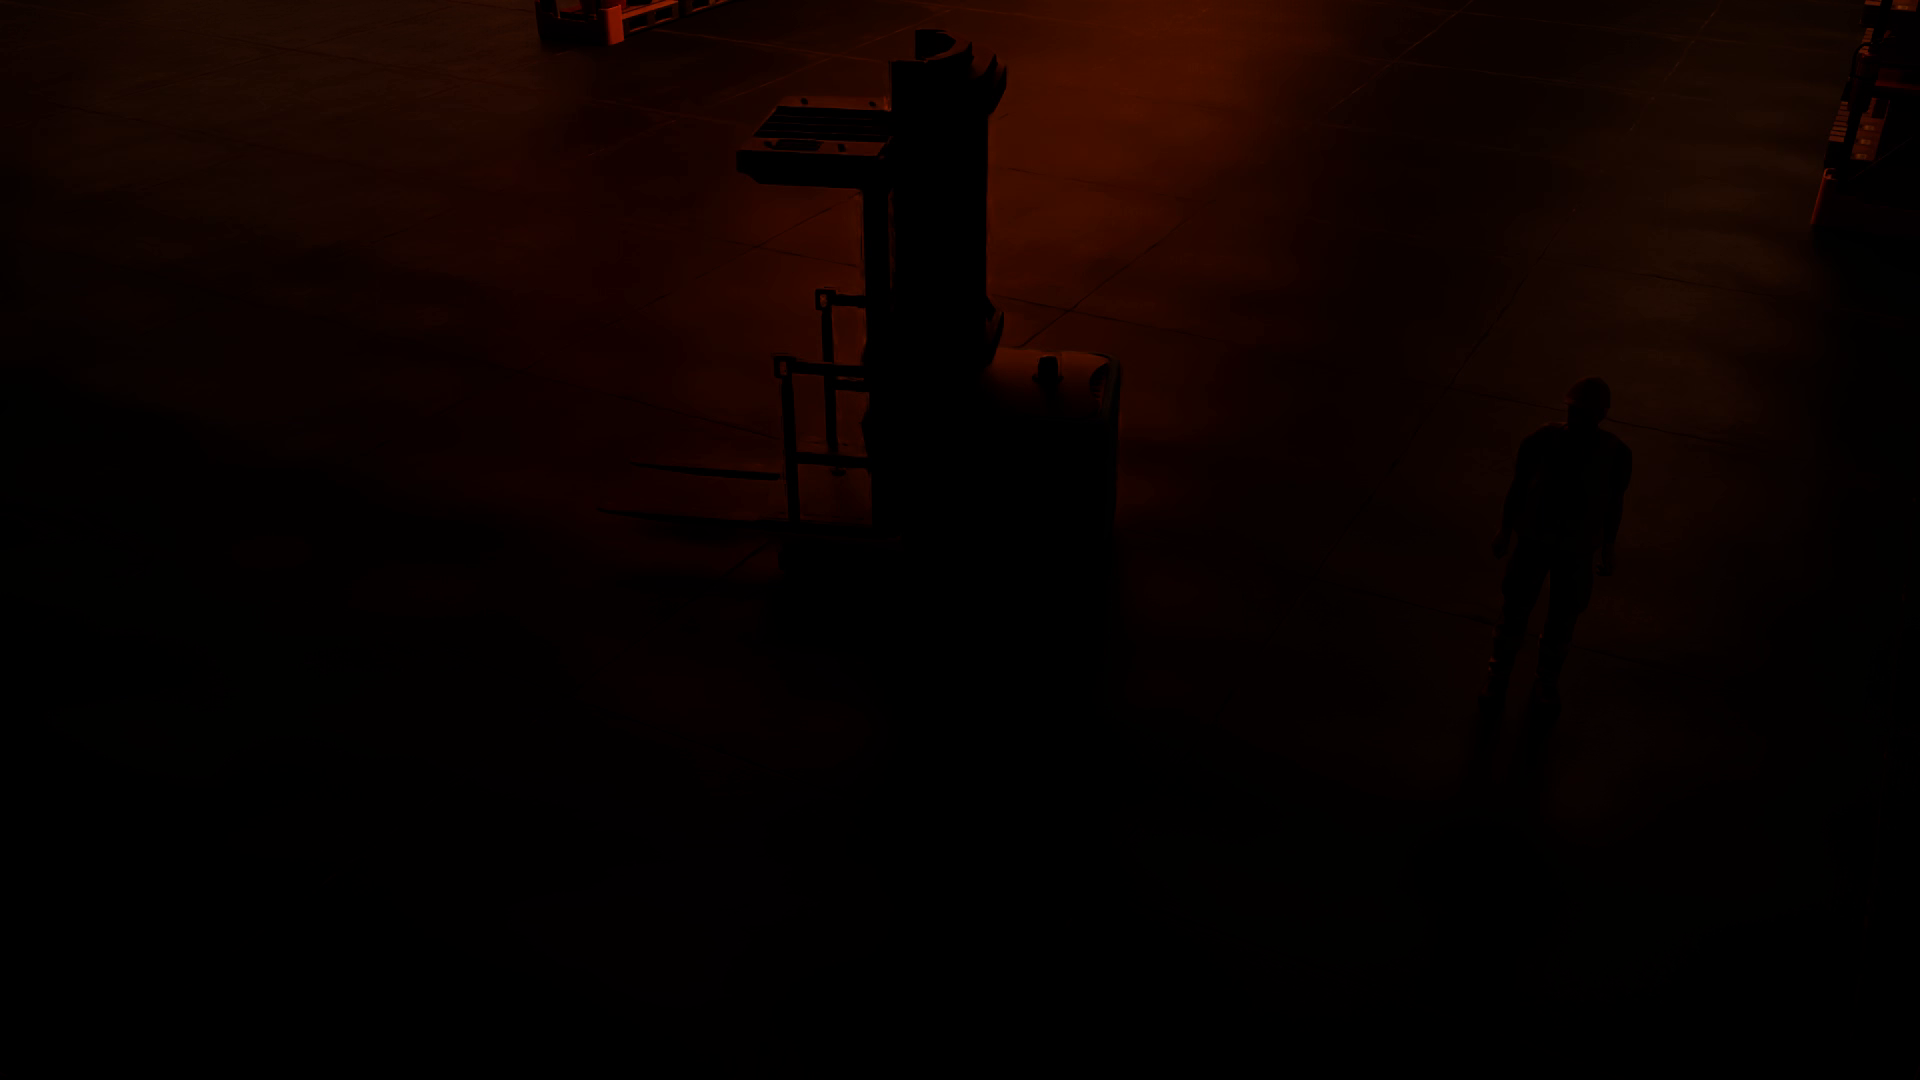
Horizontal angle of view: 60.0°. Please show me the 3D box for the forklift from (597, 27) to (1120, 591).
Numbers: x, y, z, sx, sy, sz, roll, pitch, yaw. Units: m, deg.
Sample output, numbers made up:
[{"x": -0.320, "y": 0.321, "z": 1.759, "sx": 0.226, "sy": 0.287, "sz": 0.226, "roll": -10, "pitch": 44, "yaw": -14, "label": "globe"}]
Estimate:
[{"x": -0.611, "y": -1.309, "z": 9.339, "sx": 3.031, "sy": 2.935, "sz": 1.130, "roll": 4, "pitch": 30, "yaw": 8, "label": "forklift"}]

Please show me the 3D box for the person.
[{"x": 2.920, "y": 0.031, "z": 8.160, "sx": 0.595, "sy": 1.795, "sz": 0.370, "roll": 10, "pitch": 31, "yaw": 16, "label": "person"}]
